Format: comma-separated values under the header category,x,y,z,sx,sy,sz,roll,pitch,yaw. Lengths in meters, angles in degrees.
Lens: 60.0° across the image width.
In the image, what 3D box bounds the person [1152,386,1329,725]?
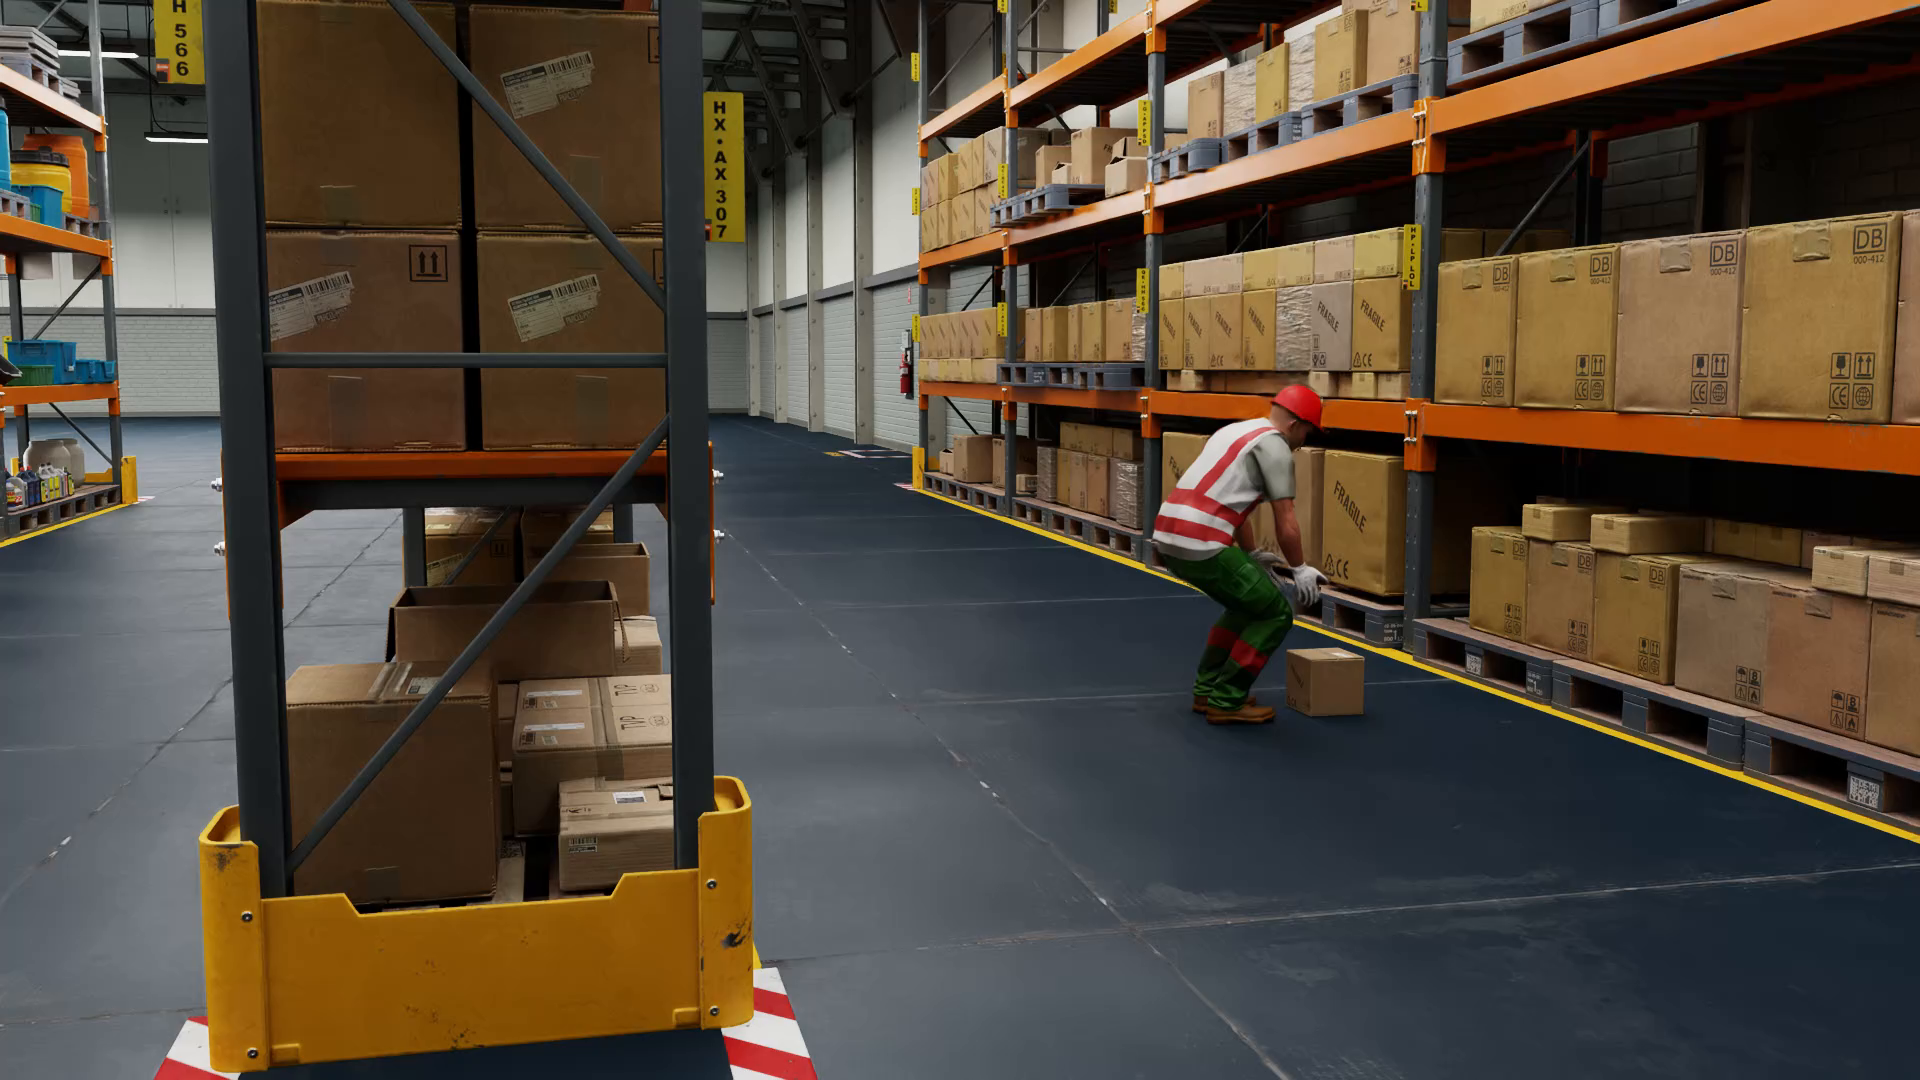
category,x,y,z,sx,sy,sz,roll,pitch,yaw
person,1.198,0.049,7.116,0.766,1.412,0.584,-1,6,-14
